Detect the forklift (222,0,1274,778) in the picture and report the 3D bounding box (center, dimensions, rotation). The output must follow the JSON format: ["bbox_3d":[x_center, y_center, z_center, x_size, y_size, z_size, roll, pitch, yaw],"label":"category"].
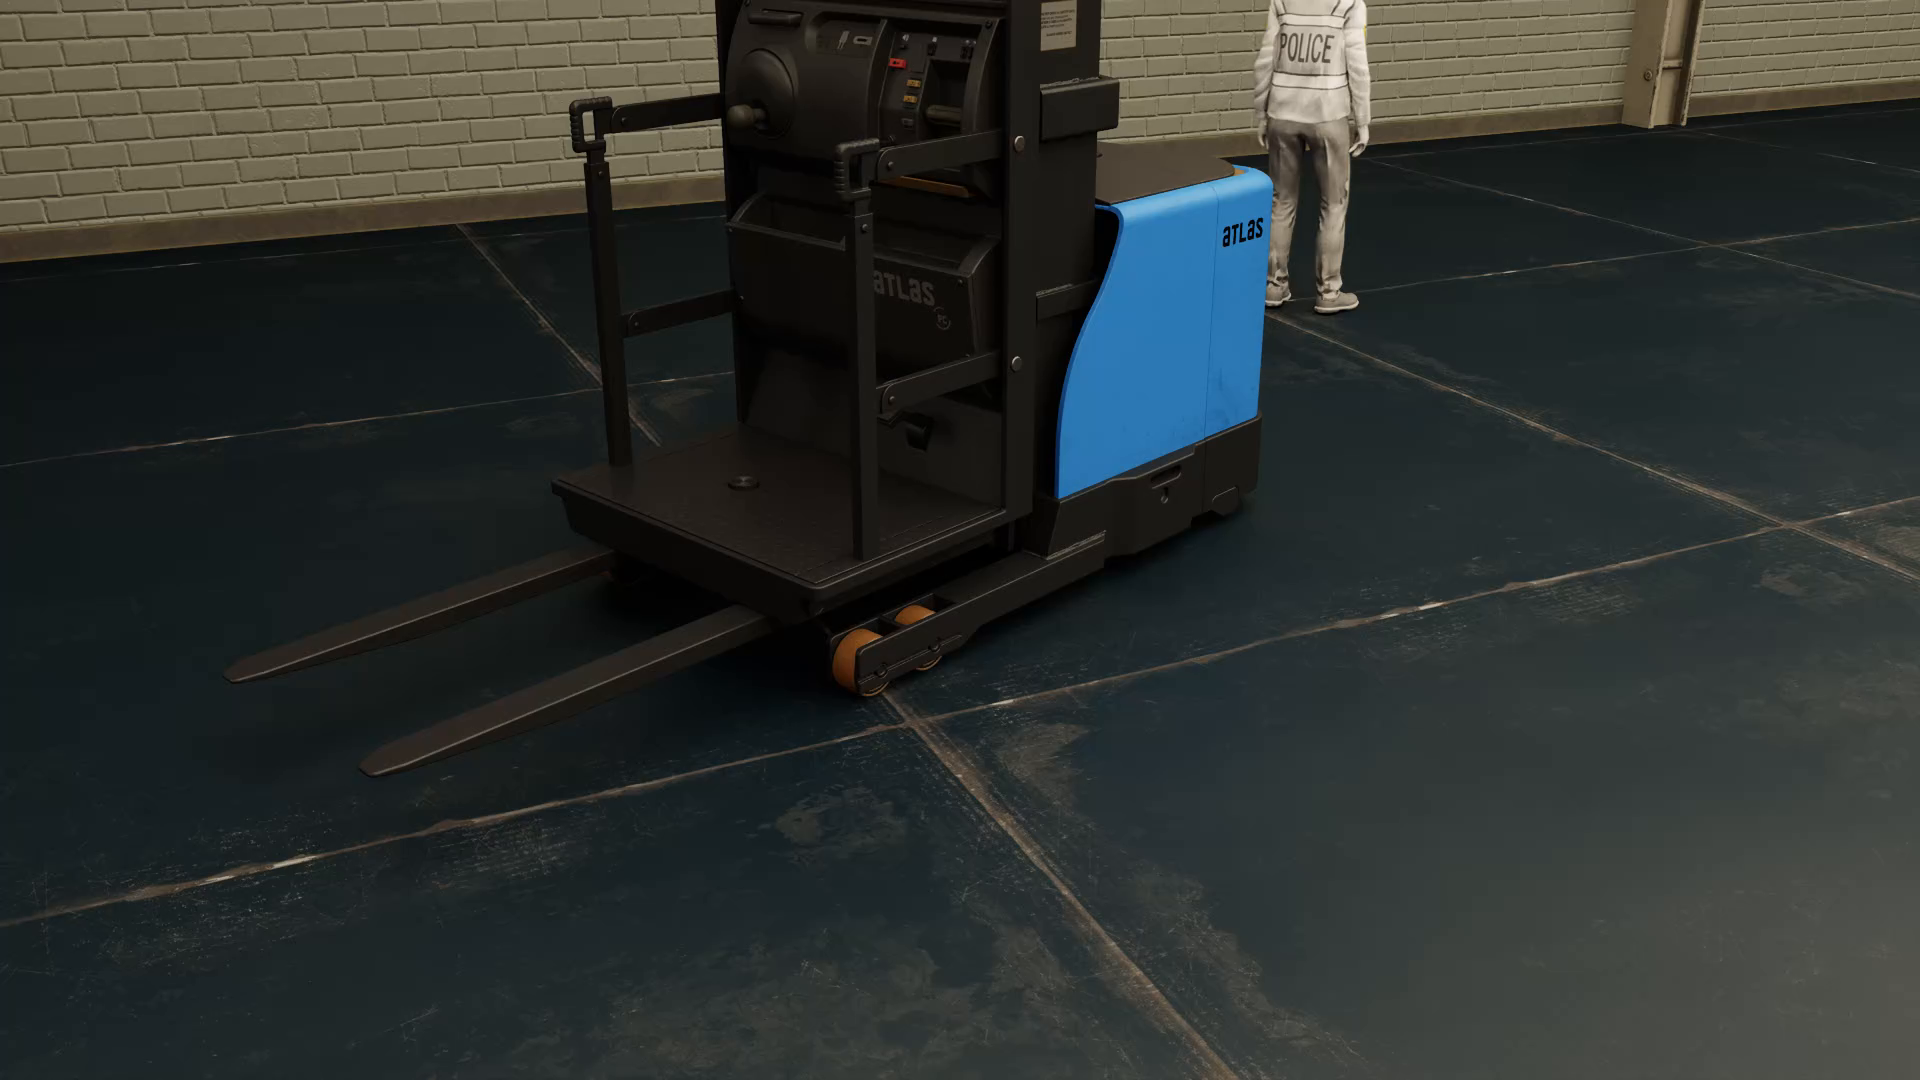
[{"bbox_3d":[-0.413,-1.182,4.131,1.130,2.935,3.031,19,29,39],"label":"forklift"}]

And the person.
[{"bbox_3d":[1.563,-1.856,7.409,0.530,1.663,0.377,13,26,28],"label":"person"}]
